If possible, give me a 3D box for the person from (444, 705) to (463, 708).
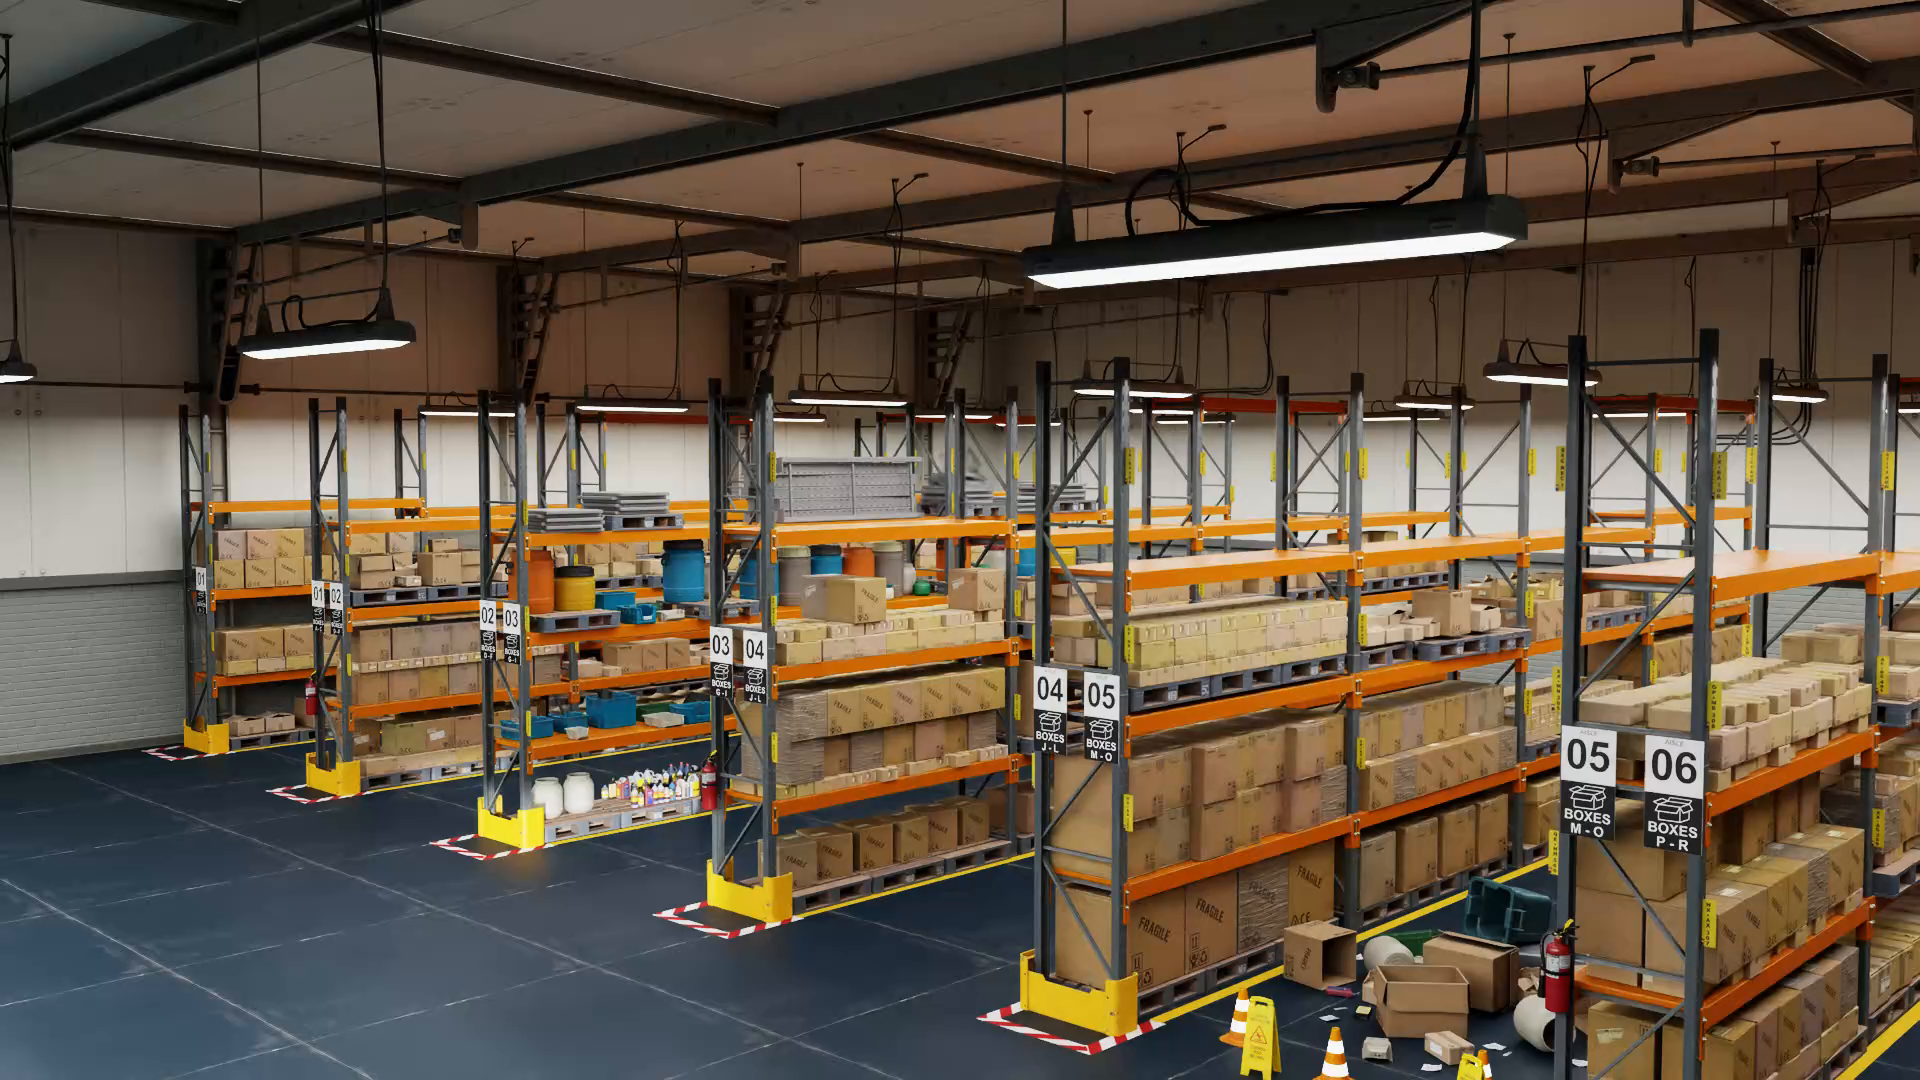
[{"bbox_3d":[-8.832,2.793,29.070,0.661,1.672,0.629,2,4,39],"label":"person"}]
